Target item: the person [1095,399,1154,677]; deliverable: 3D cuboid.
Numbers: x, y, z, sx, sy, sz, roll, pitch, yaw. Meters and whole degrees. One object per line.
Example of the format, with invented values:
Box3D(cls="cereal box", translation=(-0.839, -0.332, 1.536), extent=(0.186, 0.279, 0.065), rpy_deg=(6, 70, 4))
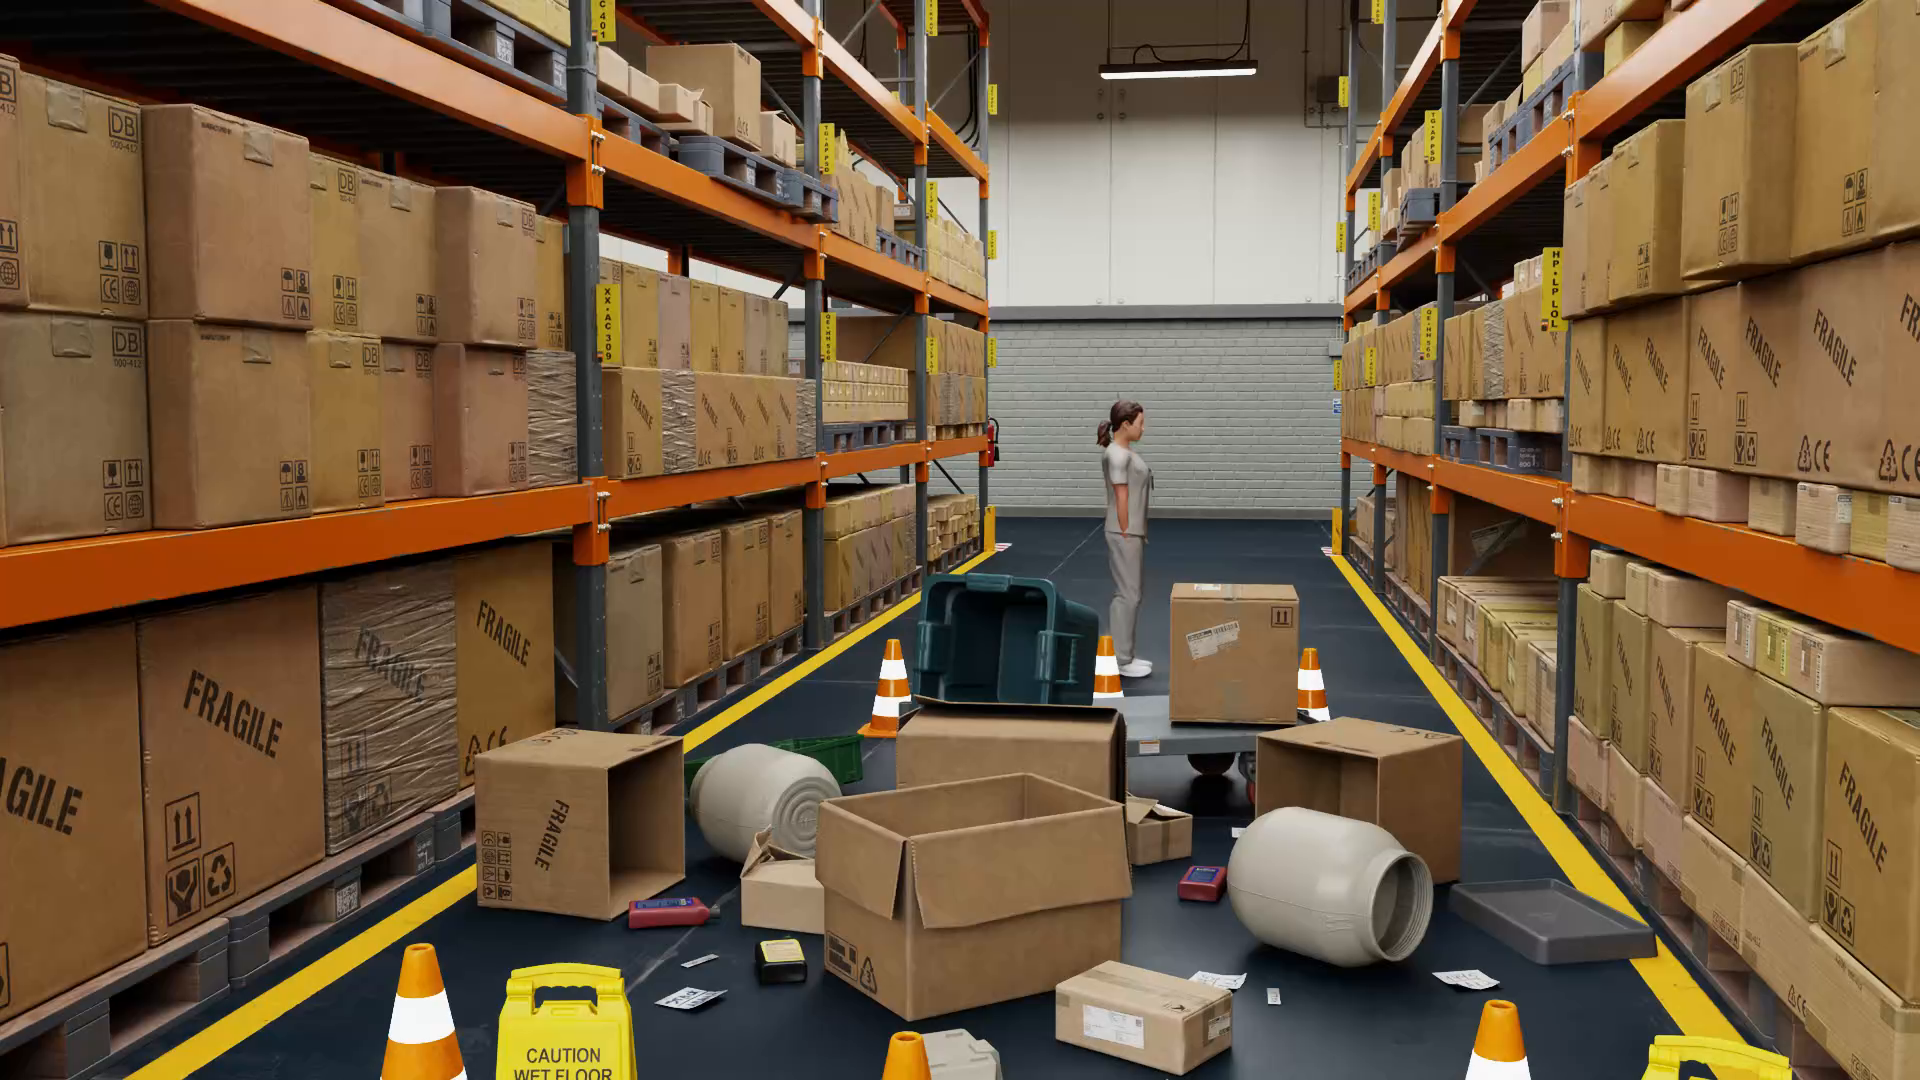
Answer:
Box3D(cls="person", translation=(0.999, -0.019, 10.136), extent=(0.363, 1.673, 0.439), rpy_deg=(1, 5, 10))
